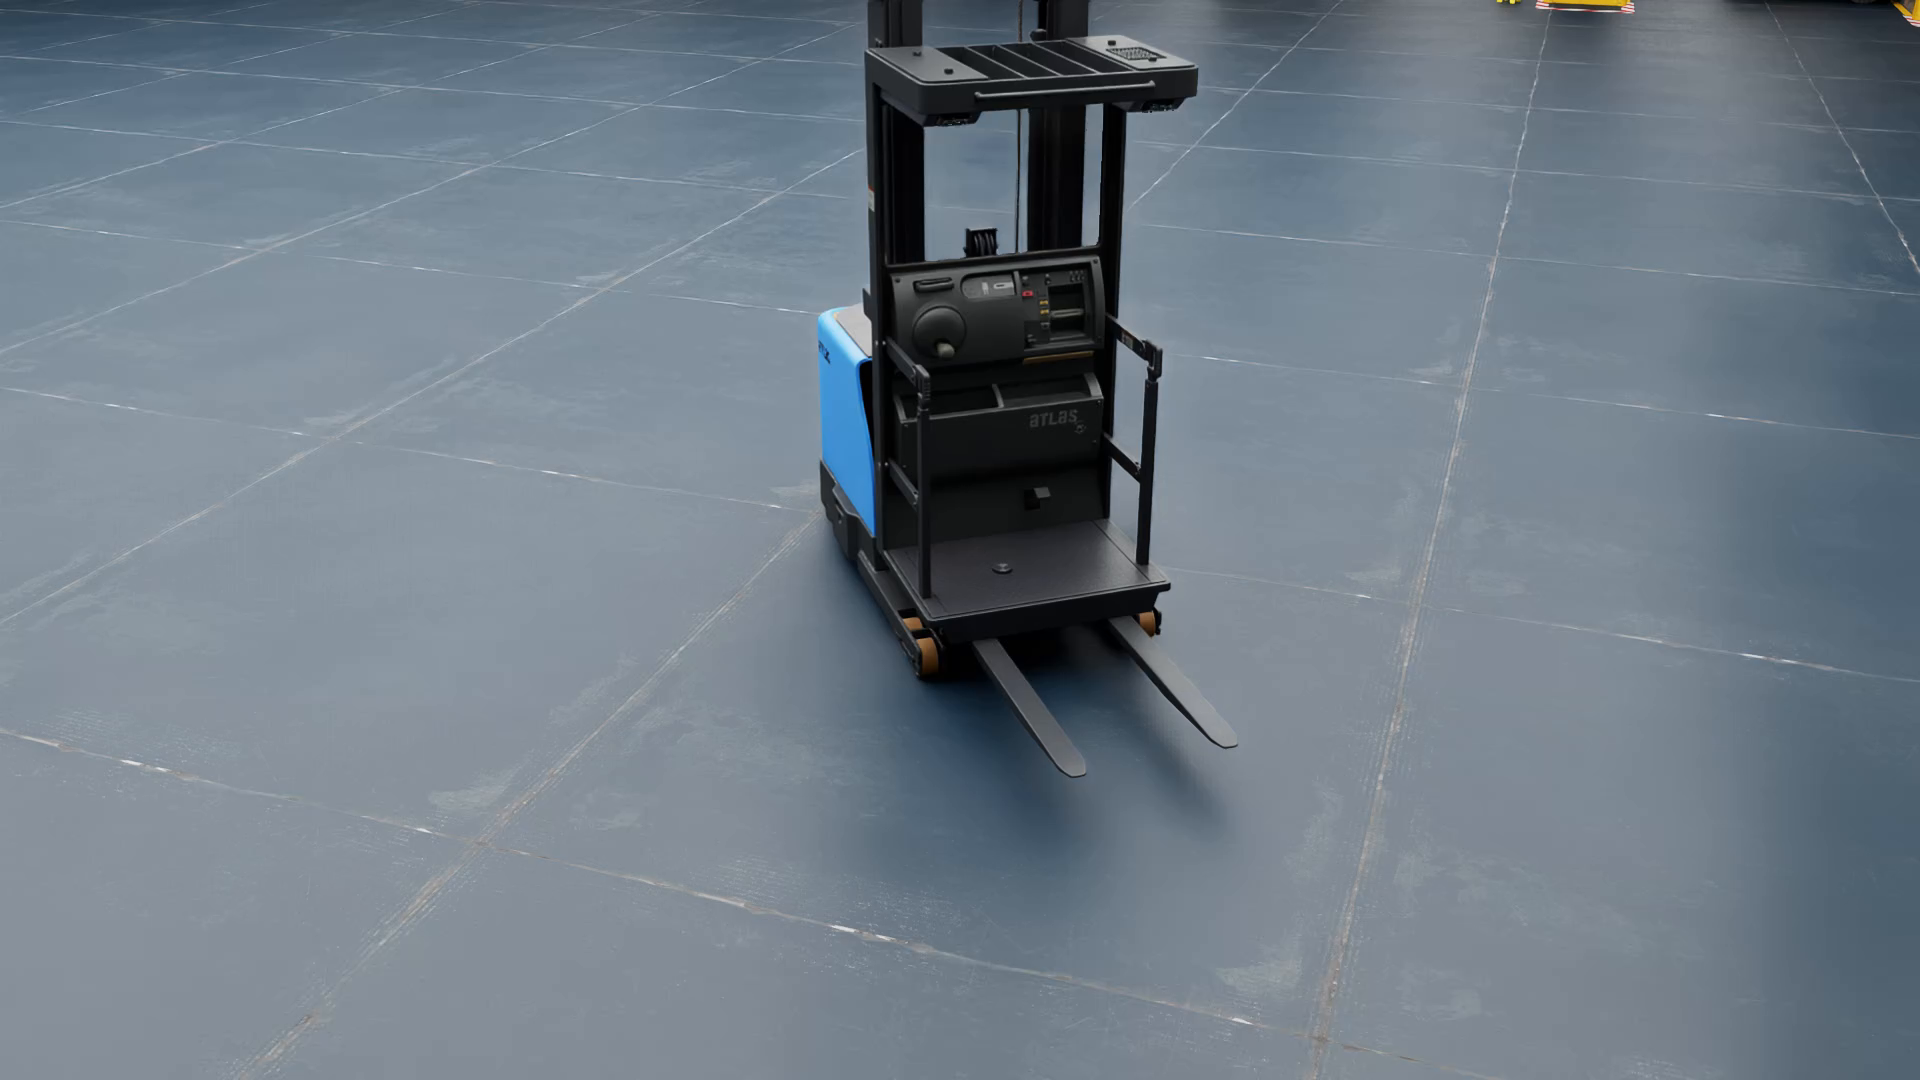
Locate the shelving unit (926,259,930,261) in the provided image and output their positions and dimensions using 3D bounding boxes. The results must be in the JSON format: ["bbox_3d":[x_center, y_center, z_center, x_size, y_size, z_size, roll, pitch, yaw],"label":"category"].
[{"bbox_3d":[-0.238,-0.830,8.588,0.258,1.200,0.189,-8,27,-17],"label":"shelving unit"}]

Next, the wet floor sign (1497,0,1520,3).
[{"bbox_3d":[8.216,-8.347,24.750,0.267,0.644,0.232,20,32,35],"label":"wet floor sign"}]

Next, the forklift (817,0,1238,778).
[{"bbox_3d":[0.238,-0.938,6.824,1.130,2.935,3.031,-8,27,-17],"label":"forklift"}]

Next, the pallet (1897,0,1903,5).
[{"bbox_3d":[14.593,-8.177,24.895,1.003,0.211,1.213,9,27,17],"label":"pallet"}]

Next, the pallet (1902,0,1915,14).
[{"bbox_3d":[14.185,-7.677,23.863,1.003,0.211,1.213,9,27,17],"label":"pallet"}]

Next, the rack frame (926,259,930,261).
[{"bbox_3d":[-0.267,-0.868,8.666,0.240,1.200,0.006,-8,27,-17],"label":"rack frame"}]

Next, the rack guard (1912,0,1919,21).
[{"bbox_3d":[13.962,-7.477,23.118,1.175,0.500,0.348,9,27,17],"label":"rack guard"}]

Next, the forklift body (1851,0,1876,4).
[{"bbox_3d":[12.881,-9.273,24.935,2.313,2.155,1.214,9,27,17],"label":"forklift body"}]

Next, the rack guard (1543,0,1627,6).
[{"bbox_3d":[9.313,-8.236,24.687,1.175,0.500,0.348,9,27,17],"label":"rack guard"}]
